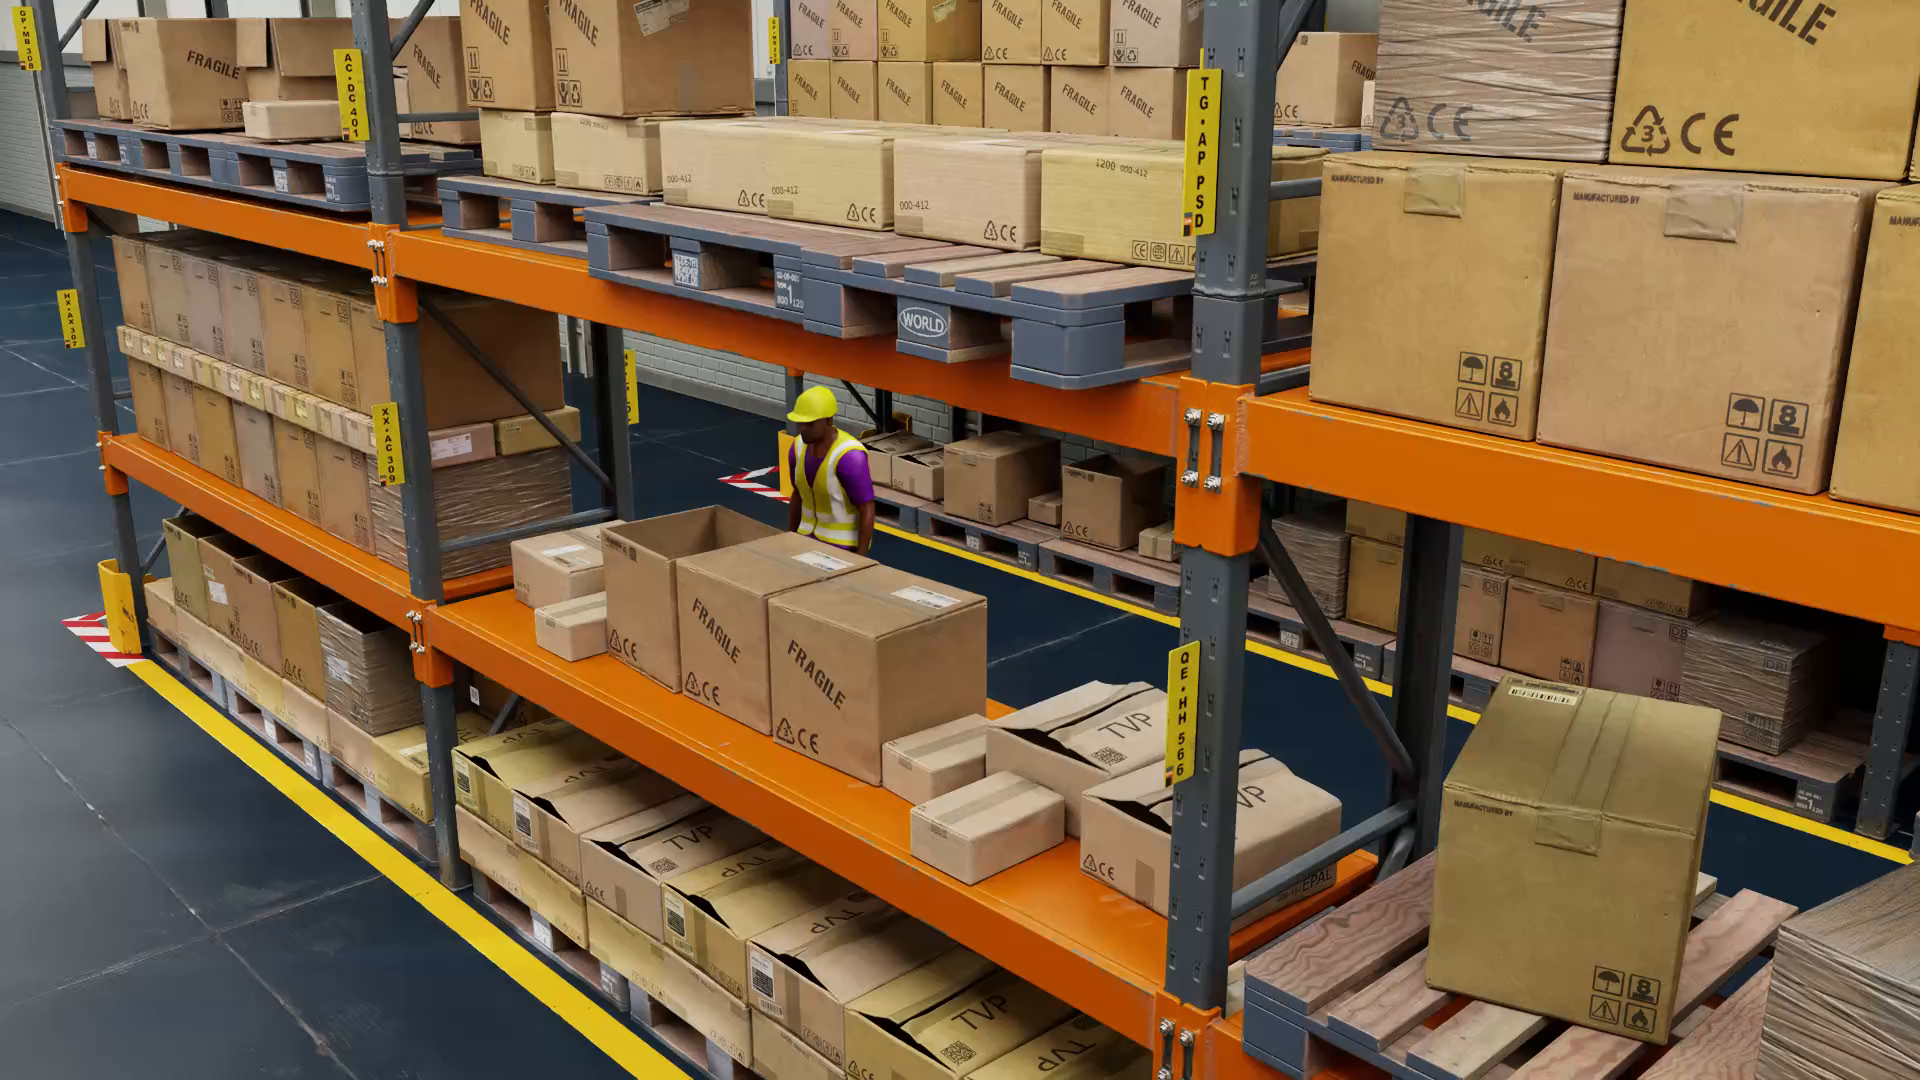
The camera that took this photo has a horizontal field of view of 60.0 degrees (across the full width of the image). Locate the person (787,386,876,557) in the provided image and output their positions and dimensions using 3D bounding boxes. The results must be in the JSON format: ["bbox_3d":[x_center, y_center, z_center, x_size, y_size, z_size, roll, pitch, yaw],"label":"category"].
[{"bbox_3d":[-0.721,0.028,8.928,0.621,1.759,0.461,16,23,42],"label":"person"}]
